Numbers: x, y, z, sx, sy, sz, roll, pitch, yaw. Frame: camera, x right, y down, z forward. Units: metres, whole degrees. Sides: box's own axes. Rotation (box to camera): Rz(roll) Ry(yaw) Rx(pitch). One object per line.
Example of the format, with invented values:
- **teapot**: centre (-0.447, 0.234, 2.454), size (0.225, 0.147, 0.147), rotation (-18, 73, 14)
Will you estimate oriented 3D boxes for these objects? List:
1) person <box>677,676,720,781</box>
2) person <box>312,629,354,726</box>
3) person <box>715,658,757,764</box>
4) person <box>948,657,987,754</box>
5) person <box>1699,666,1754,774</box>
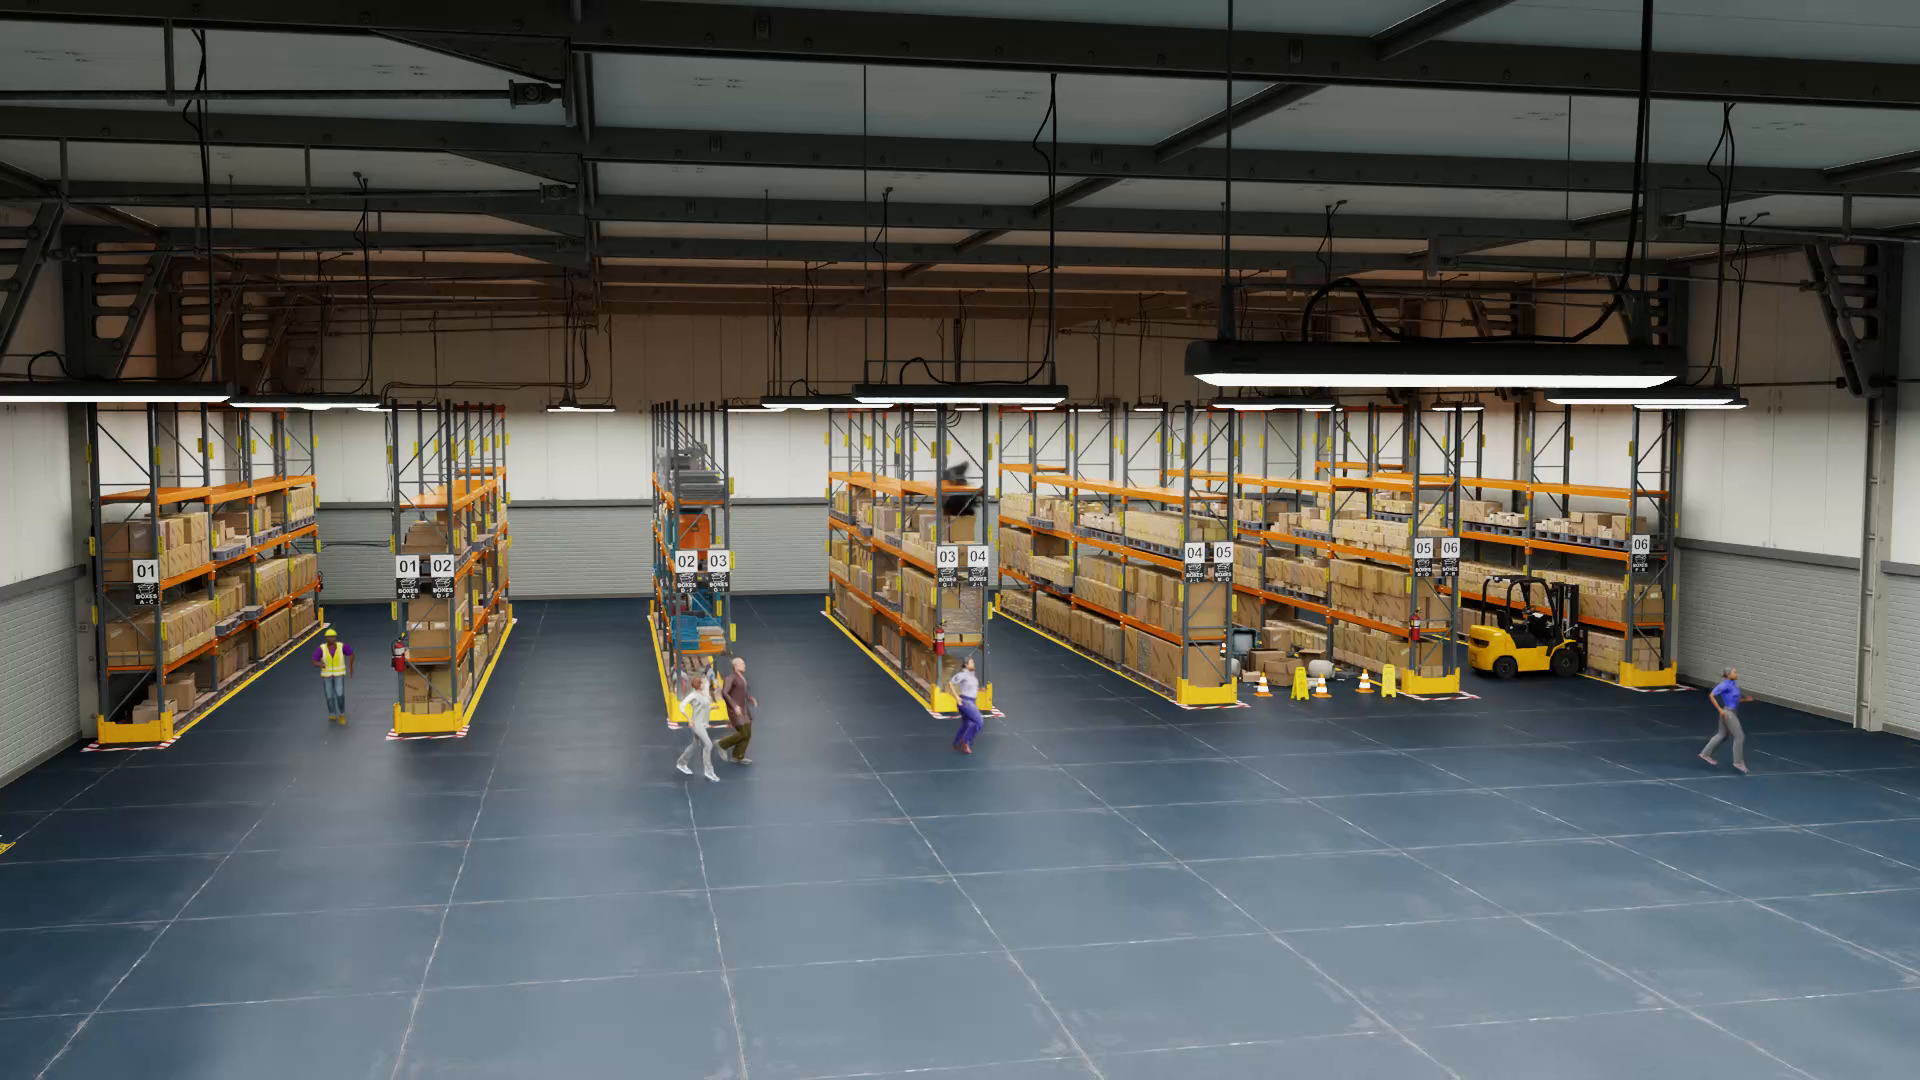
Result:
- **person**: centre (-4.113, 2.944, 26.086), size (0.753, 1.632, 0.516), rotation (1, 4, 12)
- **person**: centre (-11.565, 2.532, 30.660), size (0.700, 1.788, 0.737), rotation (-1, 4, -15)
- **person**: centre (-3.685, 2.799, 27.302), size (0.635, 1.750, 0.731), rotation (1, 4, 13)
- **person**: centre (0.156, 2.798, 28.109), size (0.637, 1.629, 0.596), rotation (1, 4, 15)
- **person**: centre (12.347, 2.874, 26.749), size (0.786, 1.710, 0.555), rotation (3, 5, 32)
